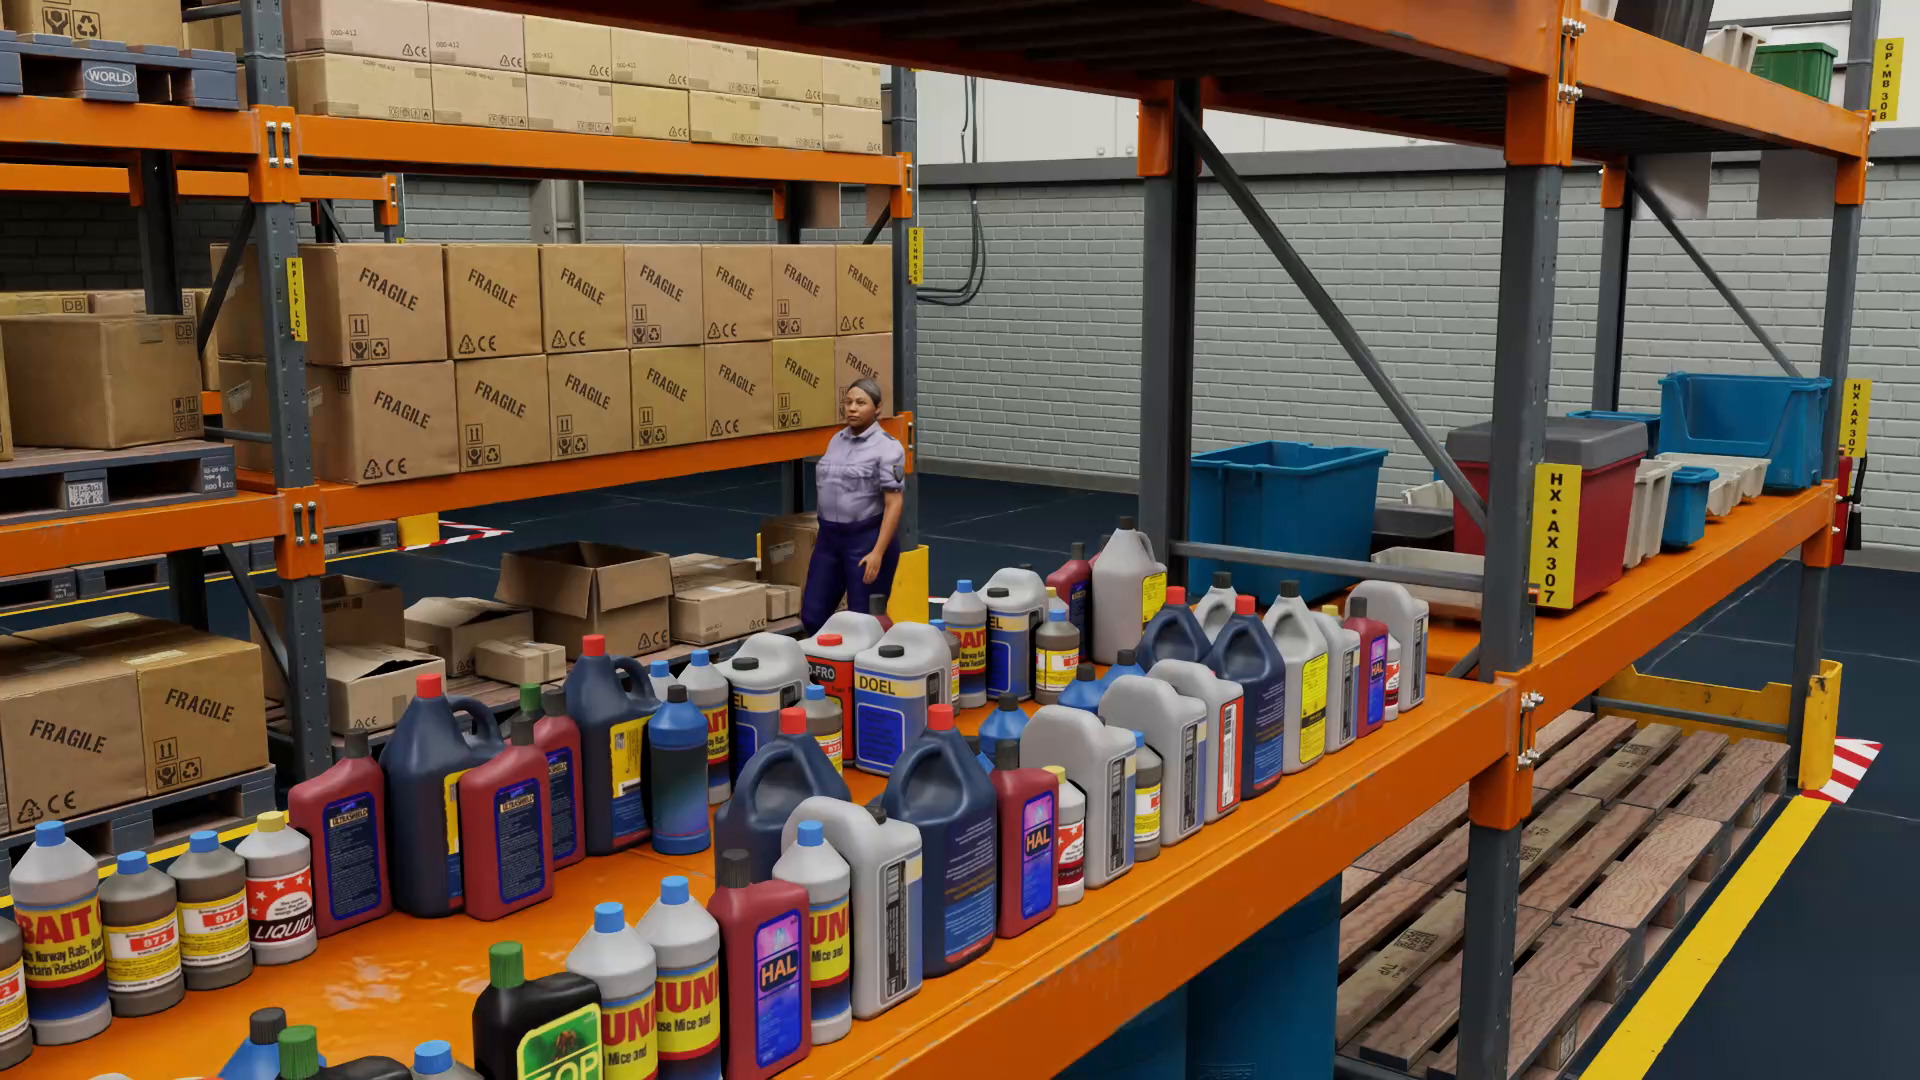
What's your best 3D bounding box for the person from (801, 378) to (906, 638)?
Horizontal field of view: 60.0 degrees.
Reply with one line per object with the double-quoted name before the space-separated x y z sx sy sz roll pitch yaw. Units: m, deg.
"person" -0.524 0.089 7.966 0.522 1.714 0.439 8 13 39
